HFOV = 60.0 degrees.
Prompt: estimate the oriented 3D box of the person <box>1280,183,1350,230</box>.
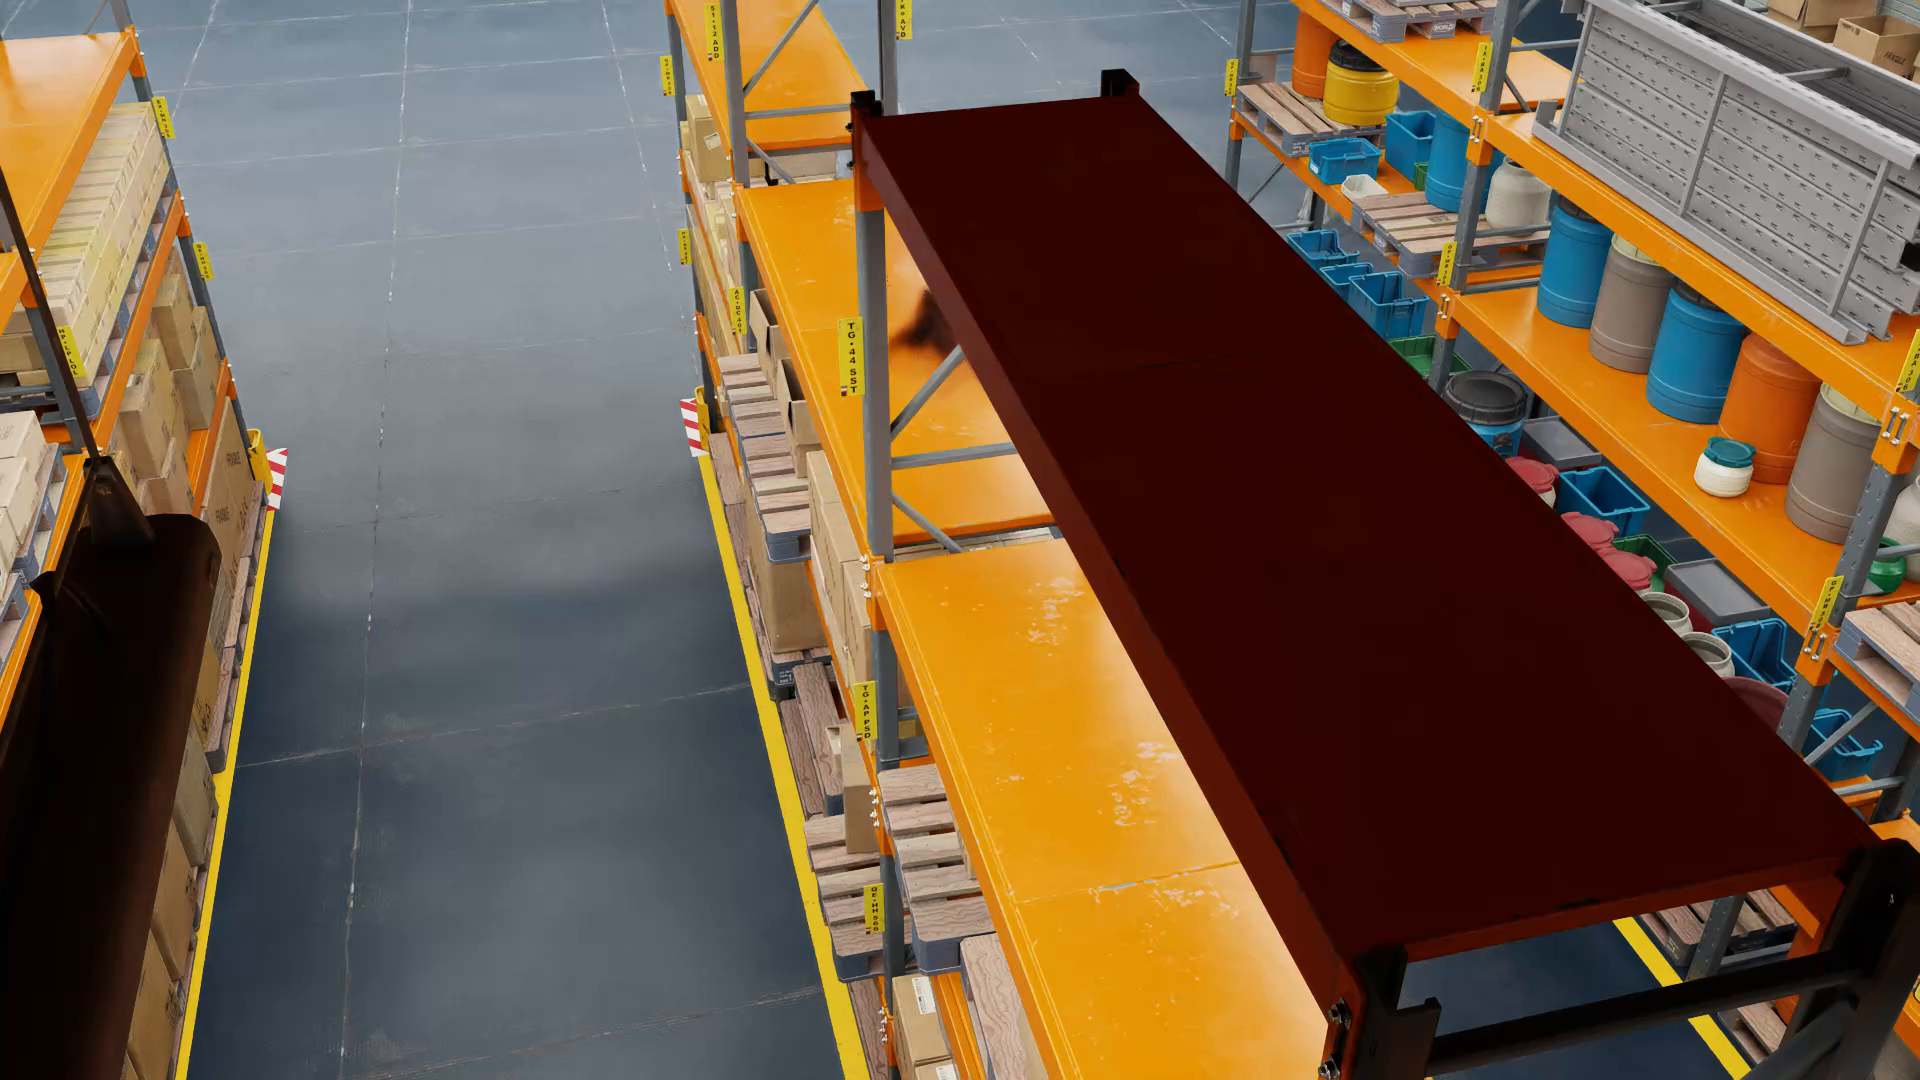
[{"bbox_3d":[4.242,-4.340,18.853,1.052,1.787,0.730,10,36,14],"label":"person"}]
